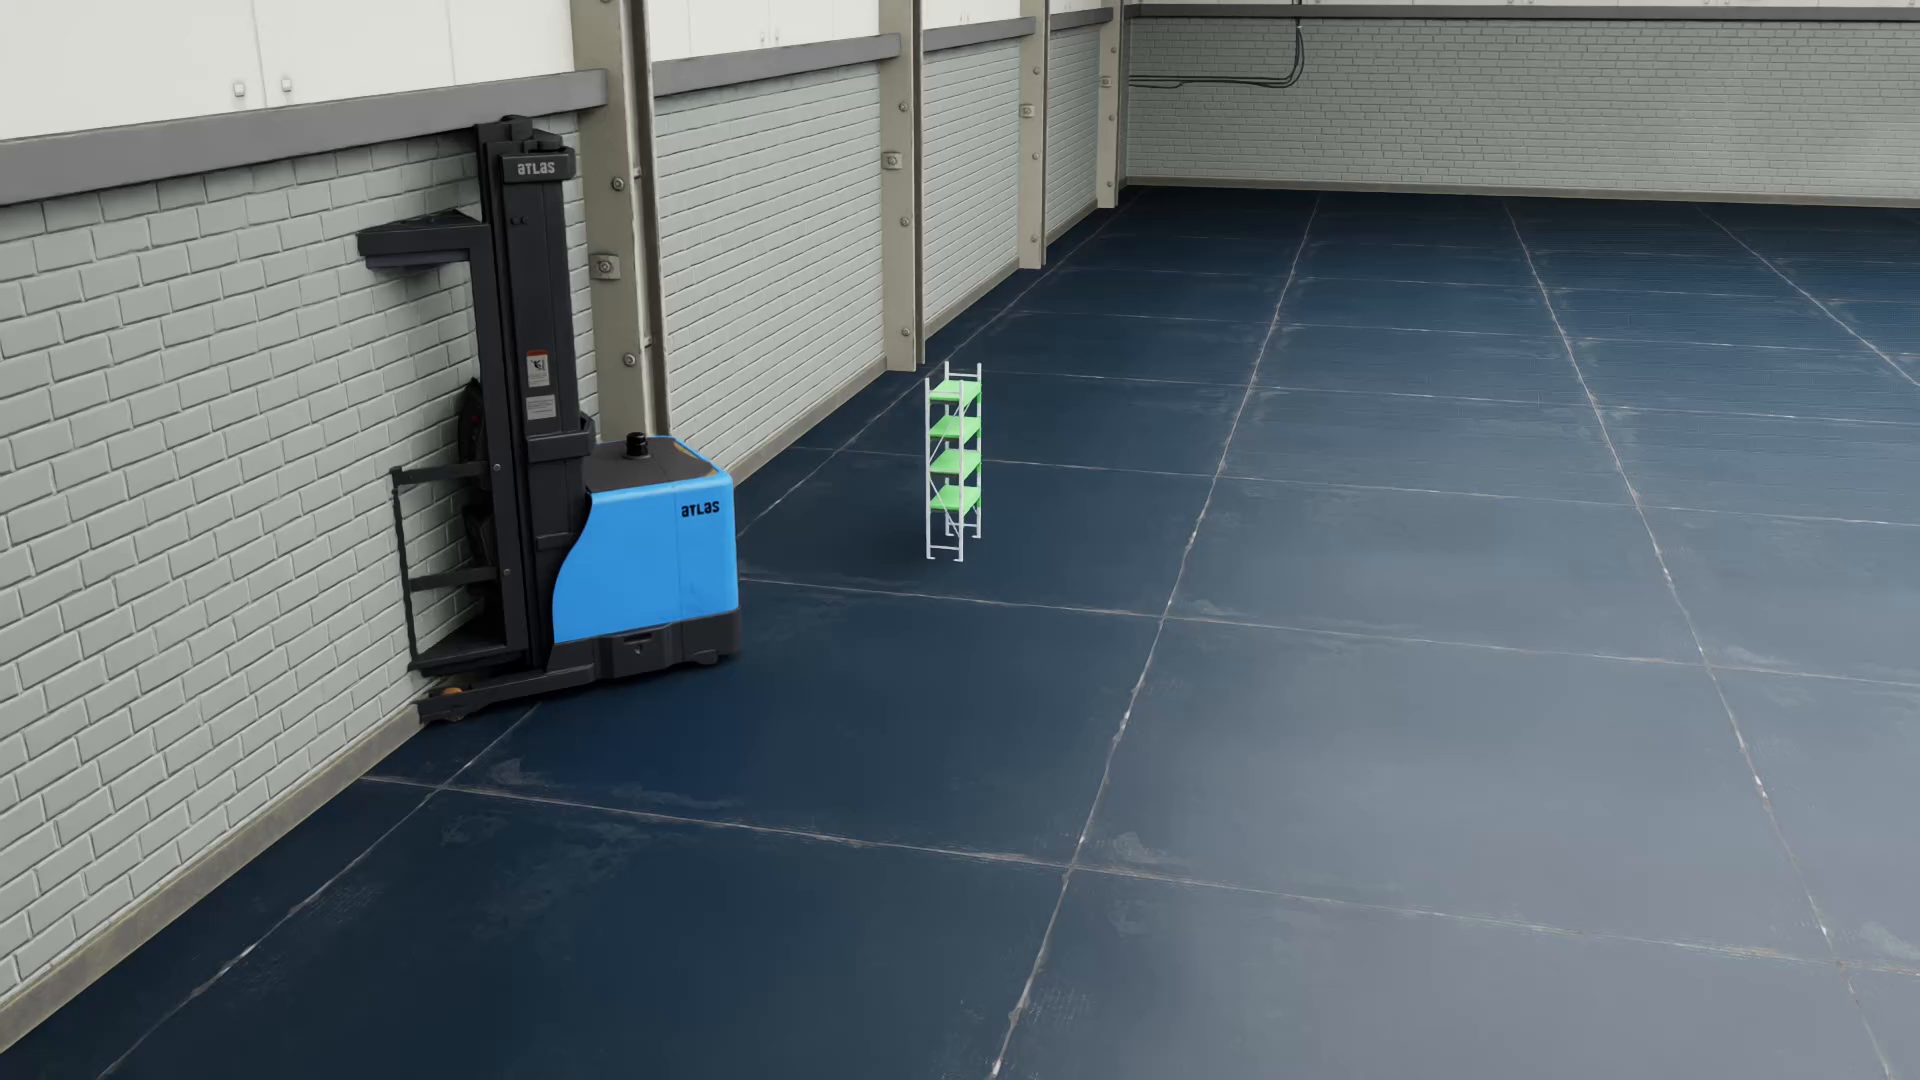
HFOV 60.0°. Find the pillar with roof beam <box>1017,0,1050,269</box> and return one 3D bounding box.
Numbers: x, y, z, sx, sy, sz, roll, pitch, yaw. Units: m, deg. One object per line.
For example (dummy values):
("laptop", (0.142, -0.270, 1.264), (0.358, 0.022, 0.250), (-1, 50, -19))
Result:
("pillar with roof beam", (5.101, -7.484, 19.175), (9.100, 9.000, 0.400), (5, 19, 13))

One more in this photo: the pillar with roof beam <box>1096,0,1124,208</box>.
("pillar with roof beam", (6.567, -9.364, 24.681), (9.100, 9.000, 0.400), (5, 19, 13))

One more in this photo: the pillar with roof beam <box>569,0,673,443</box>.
("pillar with roof beam", (2.169, -3.722, 8.164), (9.100, 9.000, 0.400), (5, 19, 13))

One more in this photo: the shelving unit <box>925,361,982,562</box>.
("shelving unit", (-0.040, -0.516, 10.842), (0.258, 1.200, 0.503), (5, 19, 13))

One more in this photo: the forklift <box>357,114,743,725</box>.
("forklift", (-2.748, -0.629, 8.493), (3.031, 2.935, 1.130), (-10, 21, -27))

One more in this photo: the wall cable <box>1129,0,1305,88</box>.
("wall cable", (4.395, -9.054, 28.576), (3.097, 2.526, 0.112), (5, 19, 13))

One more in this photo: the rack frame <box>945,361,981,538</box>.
("rack frame", (0.019, -0.592, 11.066), (0.240, 1.200, 0.015), (5, 19, 13))

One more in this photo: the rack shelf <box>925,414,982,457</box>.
("rack shelf", (-0.040, -0.683, 10.785), (0.258, 0.148, 0.480), (5, 19, 13))

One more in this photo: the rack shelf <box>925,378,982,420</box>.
("rack shelf", (-0.040, -0.910, 10.707), (0.258, 0.148, 0.480), (5, 19, 13))

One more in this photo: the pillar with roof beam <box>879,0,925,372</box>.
("pillar with roof beam", (3.635, -5.603, 13.670), (9.100, 9.000, 0.400), (5, 19, 13))

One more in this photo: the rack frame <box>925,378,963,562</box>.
("rack frame", (-0.100, -0.439, 10.618), (0.240, 1.200, 0.015), (5, 19, 13))

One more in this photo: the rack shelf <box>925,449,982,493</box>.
("rack shelf", (-0.040, -0.455, 10.862), (0.258, 0.148, 0.480), (5, 19, 13))

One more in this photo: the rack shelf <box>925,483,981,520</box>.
("rack shelf", (-0.040, -0.228, 10.940), (0.258, 0.148, 0.480), (5, 19, 13))
